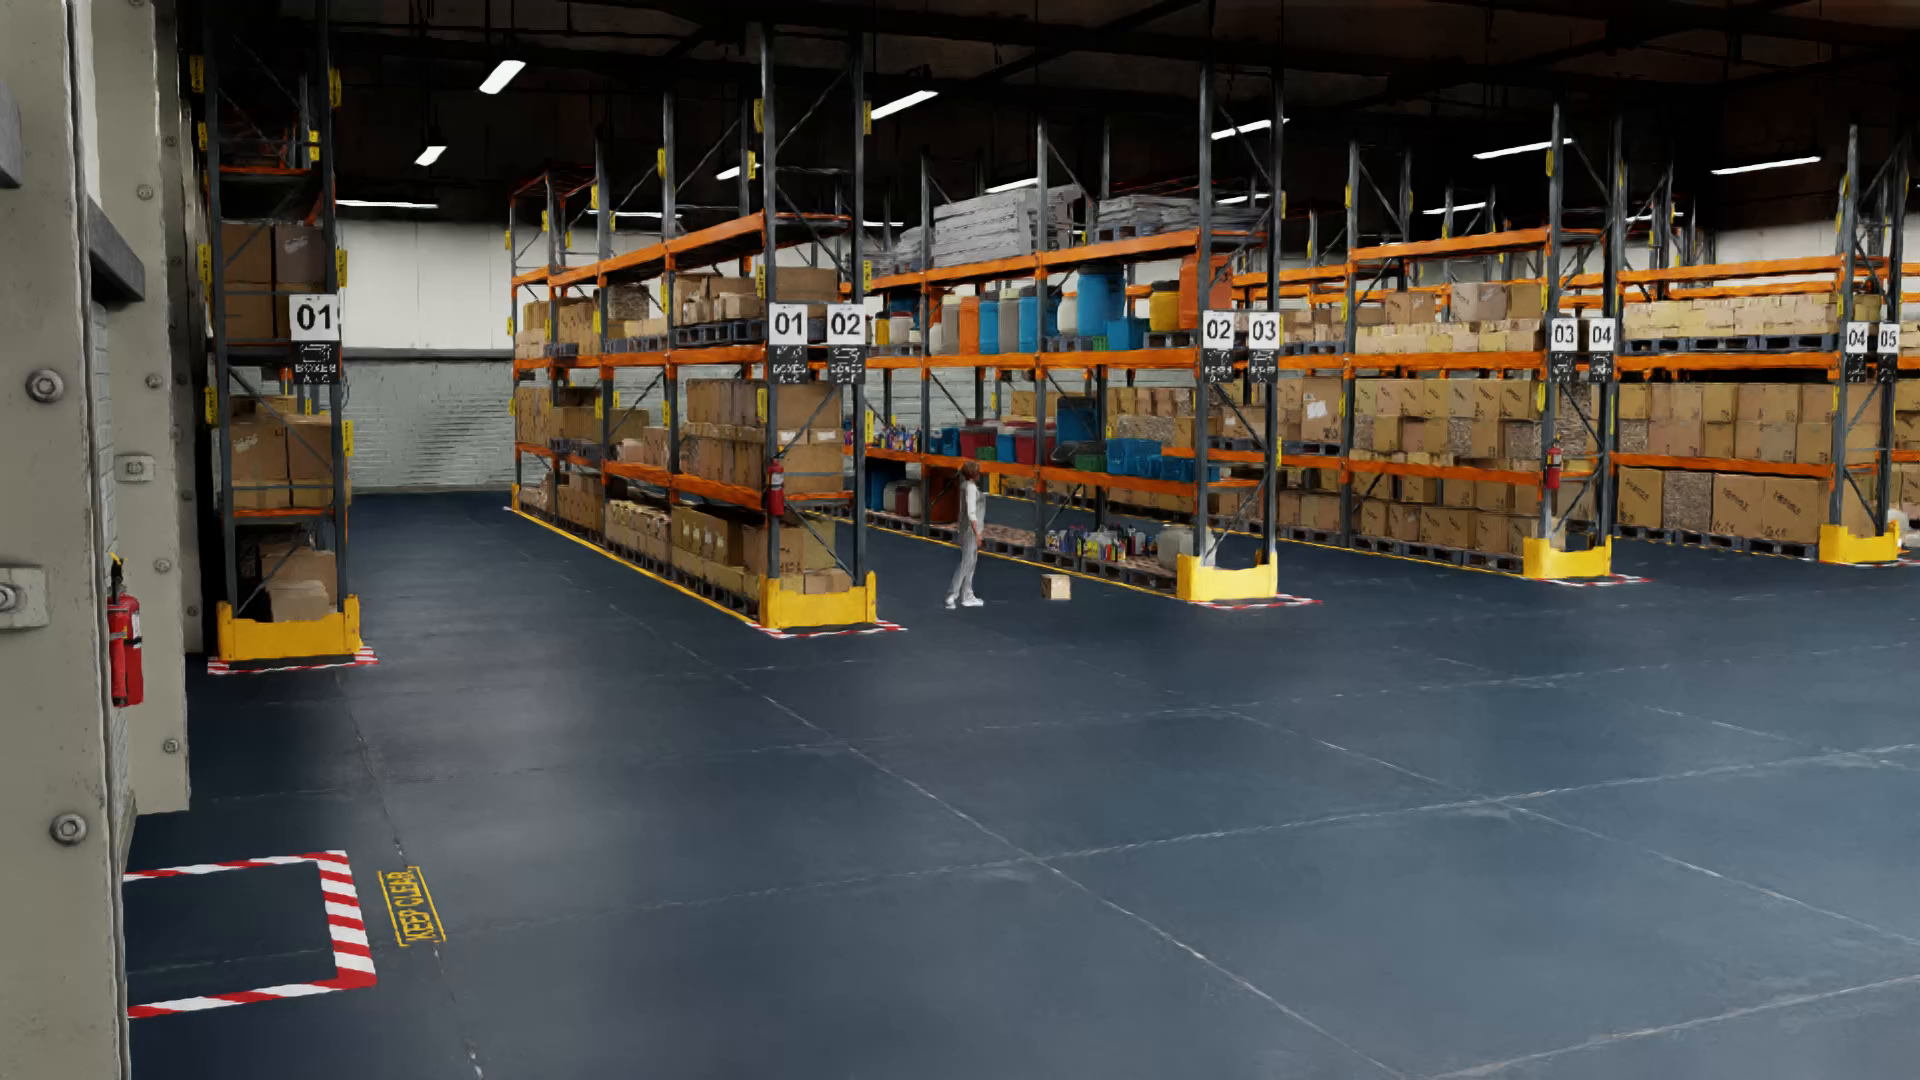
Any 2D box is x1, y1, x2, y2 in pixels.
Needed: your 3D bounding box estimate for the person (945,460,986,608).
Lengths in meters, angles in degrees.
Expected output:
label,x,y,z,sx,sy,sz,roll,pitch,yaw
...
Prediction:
label,x,y,z,sx,sy,sz,roll,pitch,yaw
person,0.061,-0.061,17.844,0.448,1.590,0.592,0,6,-3
